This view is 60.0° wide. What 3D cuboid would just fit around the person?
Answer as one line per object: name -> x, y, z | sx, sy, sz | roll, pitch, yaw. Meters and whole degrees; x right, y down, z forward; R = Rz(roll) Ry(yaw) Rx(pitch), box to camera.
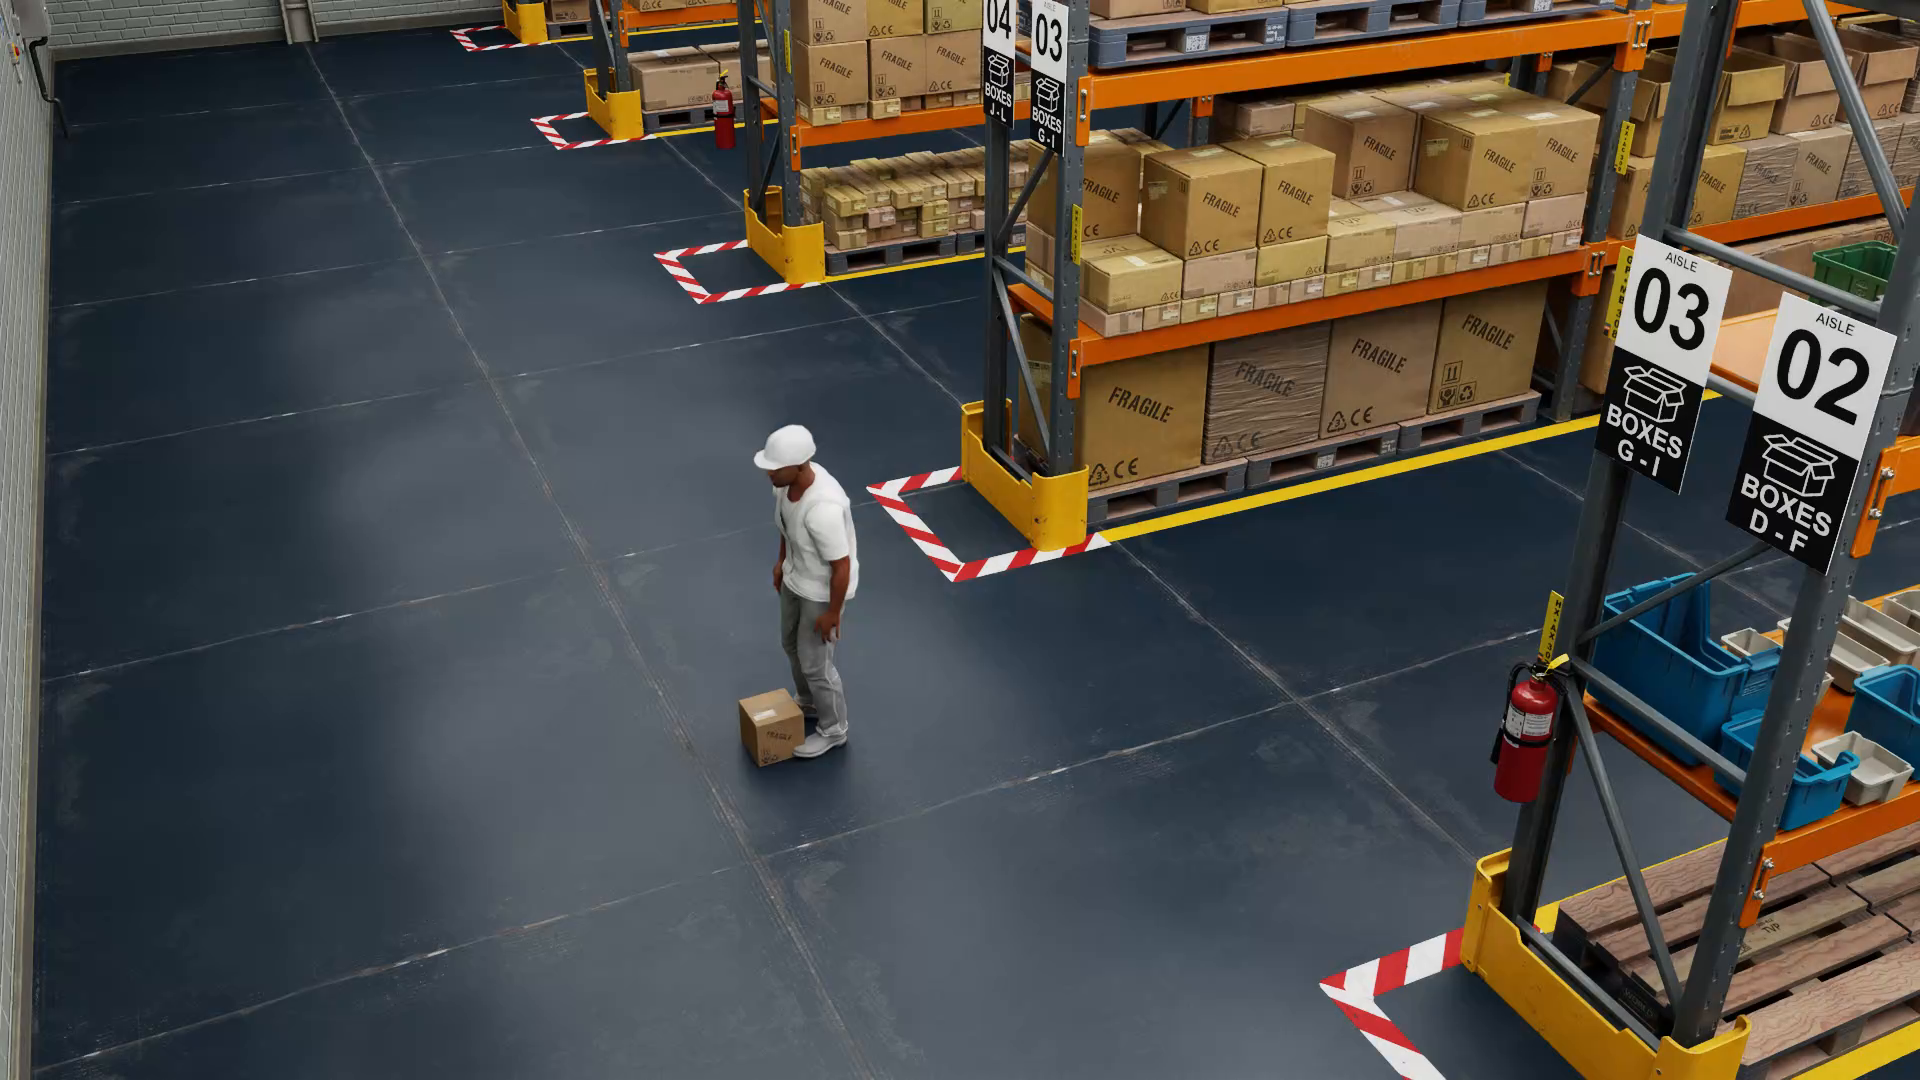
person -> -0.738, 0.227, 8.031 | 0.462, 1.759, 0.628 | -15, 32, -24
